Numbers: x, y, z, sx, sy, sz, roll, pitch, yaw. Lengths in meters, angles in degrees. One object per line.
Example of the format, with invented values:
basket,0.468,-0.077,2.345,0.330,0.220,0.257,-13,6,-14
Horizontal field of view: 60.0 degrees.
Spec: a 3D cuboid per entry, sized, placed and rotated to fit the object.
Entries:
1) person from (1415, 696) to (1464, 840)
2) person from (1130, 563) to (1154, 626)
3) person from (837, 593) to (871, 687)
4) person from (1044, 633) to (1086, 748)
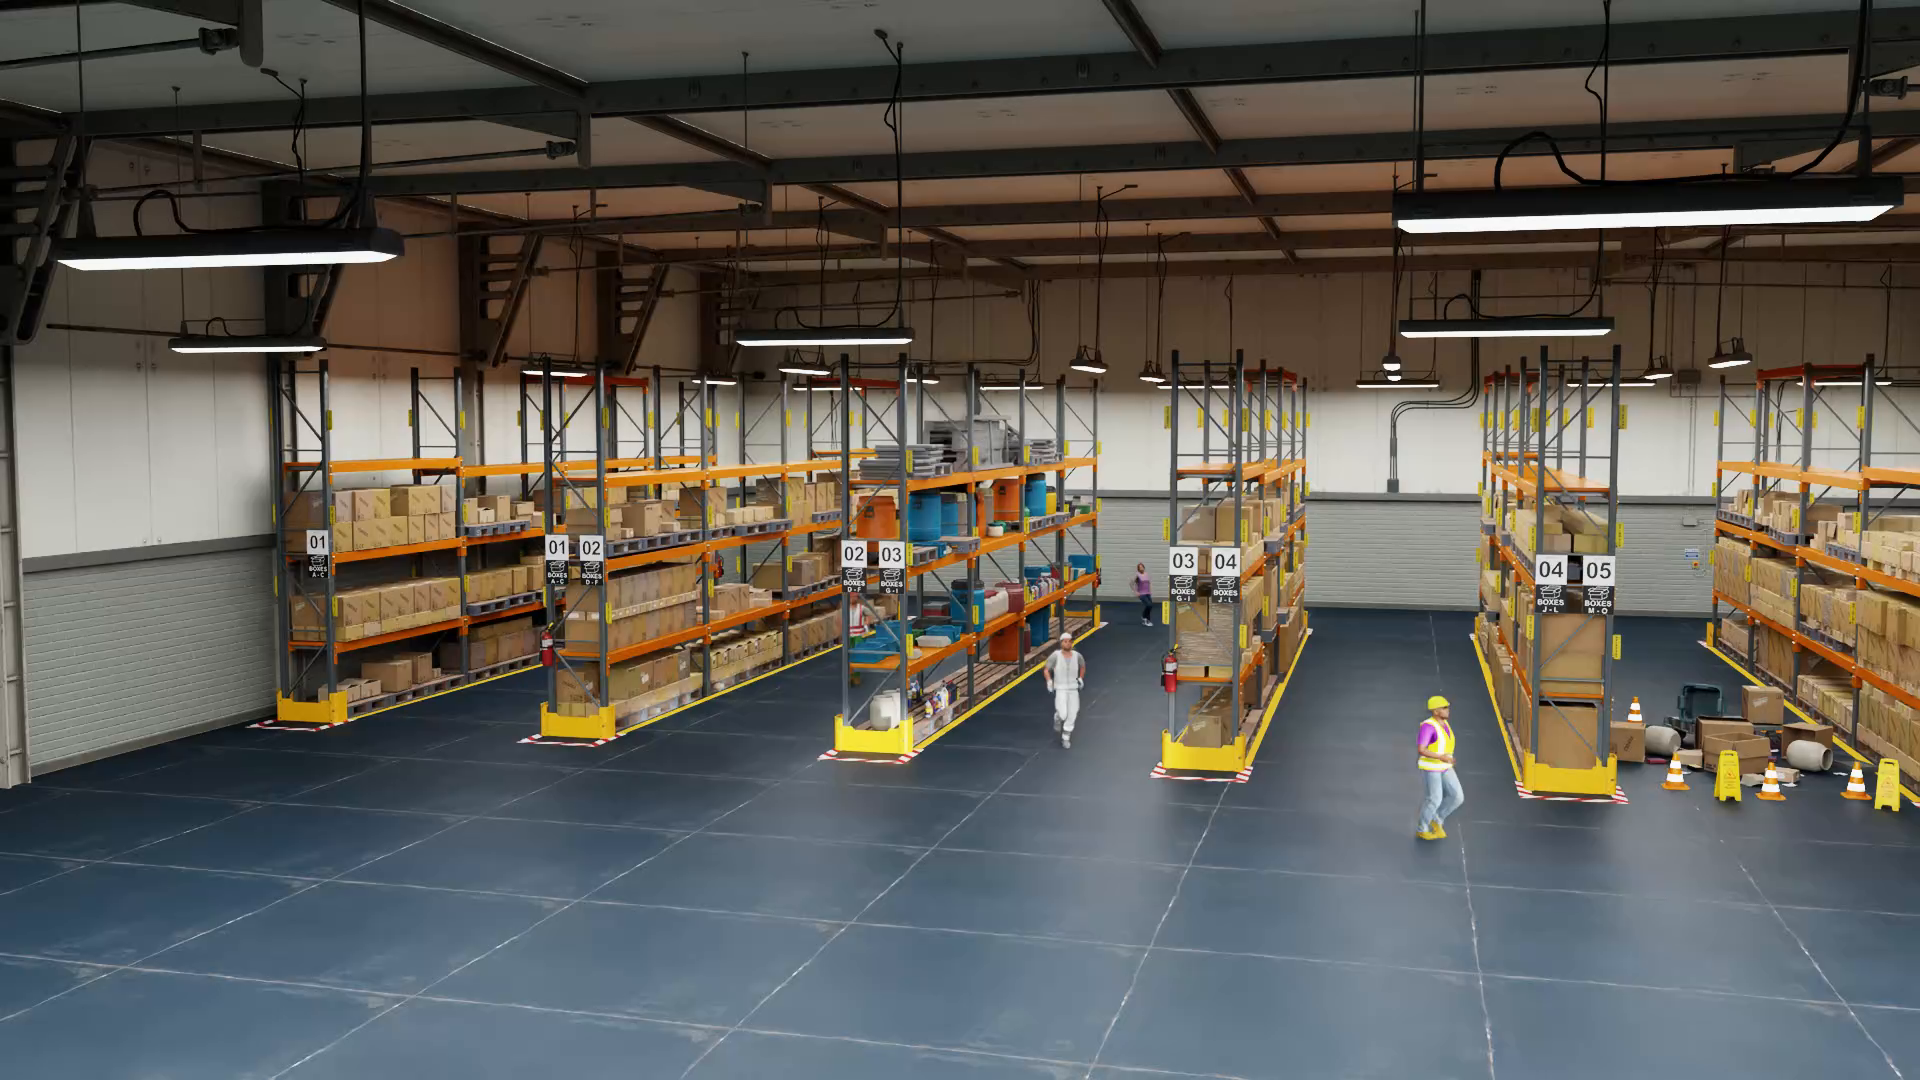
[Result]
person,5.680,2.712,19.693,0.700,1.737,0.633,-4,5,-41
person,4.478,1.331,40.432,0.588,1.543,0.500,-3,5,-32
person,-2.015,1.849,31.430,0.632,1.824,0.705,0,4,3
person,1.632,2.301,25.679,0.670,1.752,0.611,-1,4,-9
